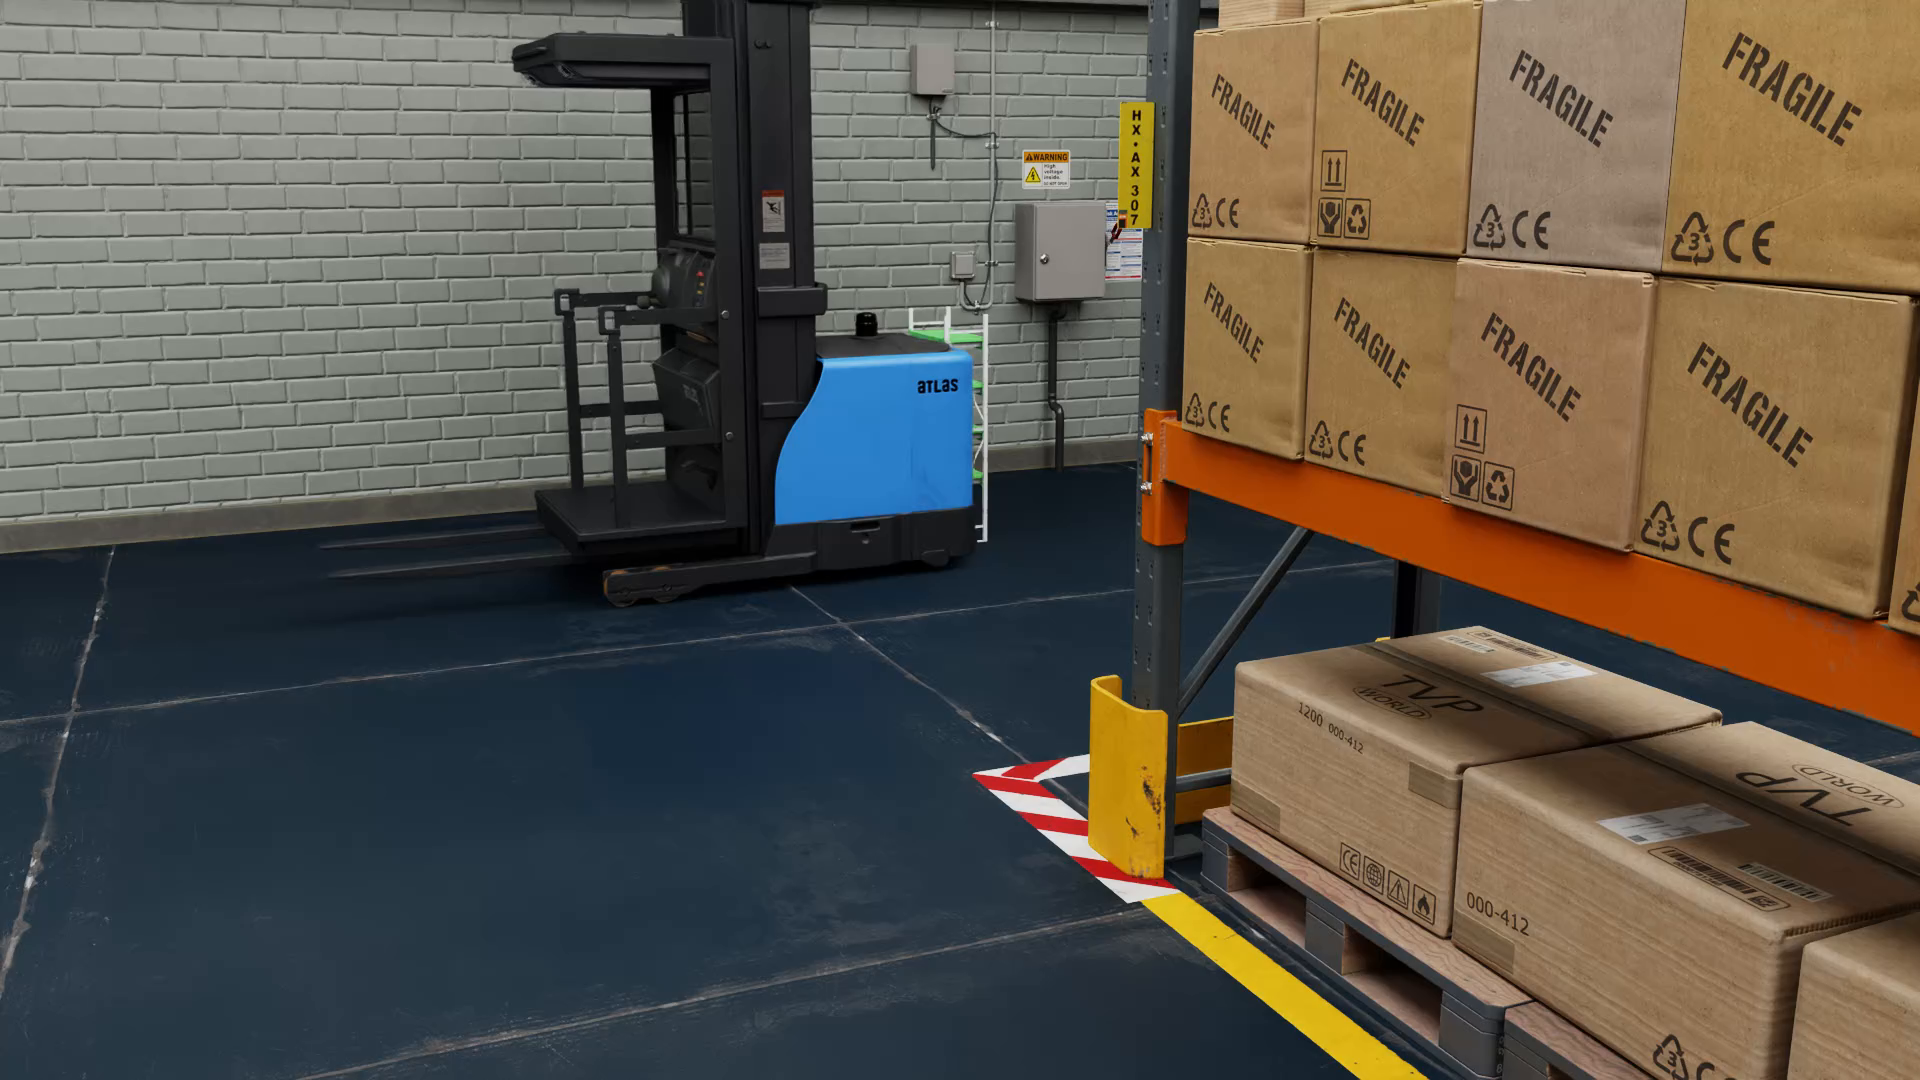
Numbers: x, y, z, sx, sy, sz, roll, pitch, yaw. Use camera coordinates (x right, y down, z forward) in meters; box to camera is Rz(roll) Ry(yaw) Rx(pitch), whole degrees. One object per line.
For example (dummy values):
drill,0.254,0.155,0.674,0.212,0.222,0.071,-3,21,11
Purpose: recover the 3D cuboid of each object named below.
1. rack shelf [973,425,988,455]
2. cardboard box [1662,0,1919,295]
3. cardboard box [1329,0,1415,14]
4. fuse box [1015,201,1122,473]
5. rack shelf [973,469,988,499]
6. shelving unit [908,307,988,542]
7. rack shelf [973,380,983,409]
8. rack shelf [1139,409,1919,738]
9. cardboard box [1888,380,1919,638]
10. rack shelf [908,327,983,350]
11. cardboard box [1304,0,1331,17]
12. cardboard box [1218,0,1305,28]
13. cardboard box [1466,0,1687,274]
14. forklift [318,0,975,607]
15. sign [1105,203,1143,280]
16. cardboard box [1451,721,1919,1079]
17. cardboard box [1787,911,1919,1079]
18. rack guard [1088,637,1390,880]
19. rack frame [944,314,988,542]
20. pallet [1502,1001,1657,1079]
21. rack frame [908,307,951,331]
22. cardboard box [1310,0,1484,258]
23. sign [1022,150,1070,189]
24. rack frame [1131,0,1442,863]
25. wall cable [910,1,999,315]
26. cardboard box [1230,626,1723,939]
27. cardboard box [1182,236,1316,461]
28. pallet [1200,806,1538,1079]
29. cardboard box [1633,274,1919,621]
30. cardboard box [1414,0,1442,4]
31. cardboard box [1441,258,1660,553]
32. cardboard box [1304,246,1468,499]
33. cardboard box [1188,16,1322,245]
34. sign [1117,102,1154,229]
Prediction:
rack shelf,-0.066,-0.556,8.897,0.258,0.148,0.480,-6,14,-23
cardboard box,1.534,-0.673,2.688,0.500,0.500,0.500,-6,14,-23
cardboard box,1.033,-1.219,3.606,0.380,0.149,0.250,-5,14,-21
fuse box,0.678,-1.272,10.570,0.539,1.711,0.414,-6,14,-23
rack shelf,-0.066,-0.323,8.951,0.258,0.148,0.480,-6,14,-23
shelving unit,-0.066,-0.619,8.882,0.258,1.200,0.503,-6,14,-23
rack shelf,-0.066,-0.790,8.843,0.258,0.148,0.480,-6,14,-23
rack shelf,1.777,0.187,3.007,1.077,0.370,4.000,-6,14,-23
cardboard box,1.732,-0.081,2.344,0.500,0.500,0.500,-6,14,-24
rack shelf,-0.066,-1.024,8.789,0.258,0.148,0.480,-6,14,-23
cardboard box,1.034,-1.283,3.883,0.380,0.149,0.250,-5,14,-22
cardboard box,0.864,-1.331,4.089,0.380,0.149,0.250,-5,14,-22
cardboard box,1.333,-0.776,3.133,0.500,0.500,0.500,-6,14,-23
forklift,-1.486,-1.259,7.808,3.031,2.935,1.130,-6,14,-24
sign,1.048,-1.941,10.814,0.329,0.494,0.001,-6,14,-23
cardboard box,1.706,0.782,3.589,0.875,0.438,0.875,-5,14,-21
cardboard box,2.065,0.969,2.783,0.875,0.438,0.875,-6,14,-25
rack guard,0.966,0.636,5.015,1.175,0.500,0.348,-6,14,-23
rack frame,0.031,-0.568,8.665,0.240,1.200,0.015,-6,14,-23
pallet,1.852,1.191,3.255,1.003,0.211,1.213,-6,14,-23
rack frame,-0.164,-0.669,9.100,0.240,1.200,0.015,-6,14,-23
cardboard box,1.120,-0.882,3.589,0.500,0.500,0.500,-6,14,-24
sign,0.545,-2.340,10.495,0.339,0.242,0.001,-6,14,-23
rack frame,0.975,-0.577,4.711,1.000,3.000,0.127,-6,14,-23
wall cable,-0.010,-2.365,10.185,0.588,1.984,0.122,-6,14,-23
cardboard box,1.331,0.594,4.403,0.875,0.438,0.875,-6,14,-25
cardboard box,0.905,-0.501,4.159,0.500,0.500,0.500,-6,14,-23
pallet,1.367,0.940,4.342,1.003,0.211,1.213,-6,14,-23
cardboard box,1.536,-0.190,2.817,0.500,0.500,0.500,-5,14,-21
cardboard box,1.155,-1.166,3.378,0.380,0.149,0.250,-6,14,-25
cardboard box,1.320,-0.292,3.258,0.500,0.500,0.500,-6,14,-23
cardboard box,1.133,-0.399,3.719,0.500,0.500,0.500,-6,14,-24
cardboard box,0.907,-0.988,4.048,0.500,0.500,0.500,-6,14,-24
sign,0.465,-0.989,4.393,0.100,0.325,0.005,-6,14,-23
